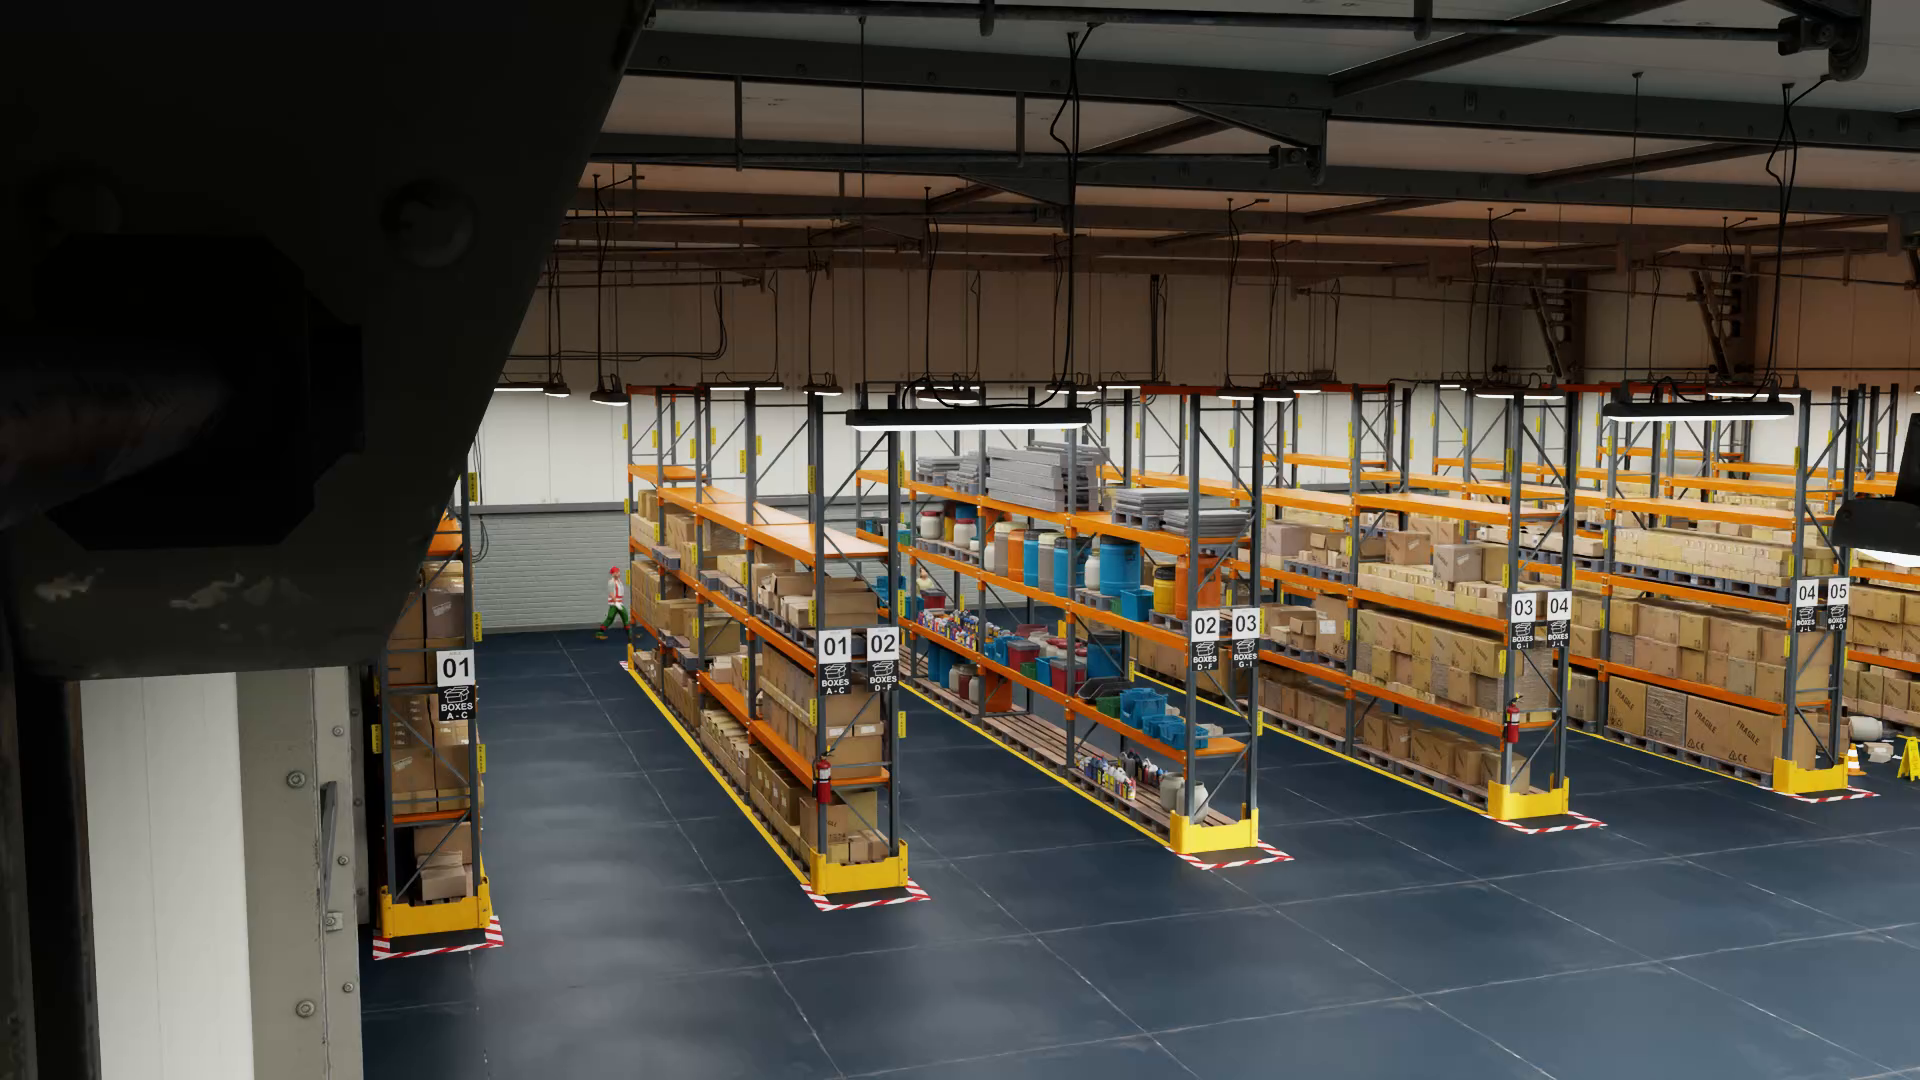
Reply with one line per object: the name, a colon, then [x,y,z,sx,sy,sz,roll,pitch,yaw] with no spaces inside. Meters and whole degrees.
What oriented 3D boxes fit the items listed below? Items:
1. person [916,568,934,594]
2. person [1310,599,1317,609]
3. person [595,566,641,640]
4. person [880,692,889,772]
person: [-0.797,1.449,39.248,0.455,1.605,1.030,-3,6,-24]
person: [8.931,1.222,41.186,1.049,1.660,0.670,1,6,5]
person: [-7.953,1.475,38.613,1.057,1.731,0.632,0,6,0]
person: [-1.278,2.846,25.789,0.530,1.792,0.581,1,6,8]
